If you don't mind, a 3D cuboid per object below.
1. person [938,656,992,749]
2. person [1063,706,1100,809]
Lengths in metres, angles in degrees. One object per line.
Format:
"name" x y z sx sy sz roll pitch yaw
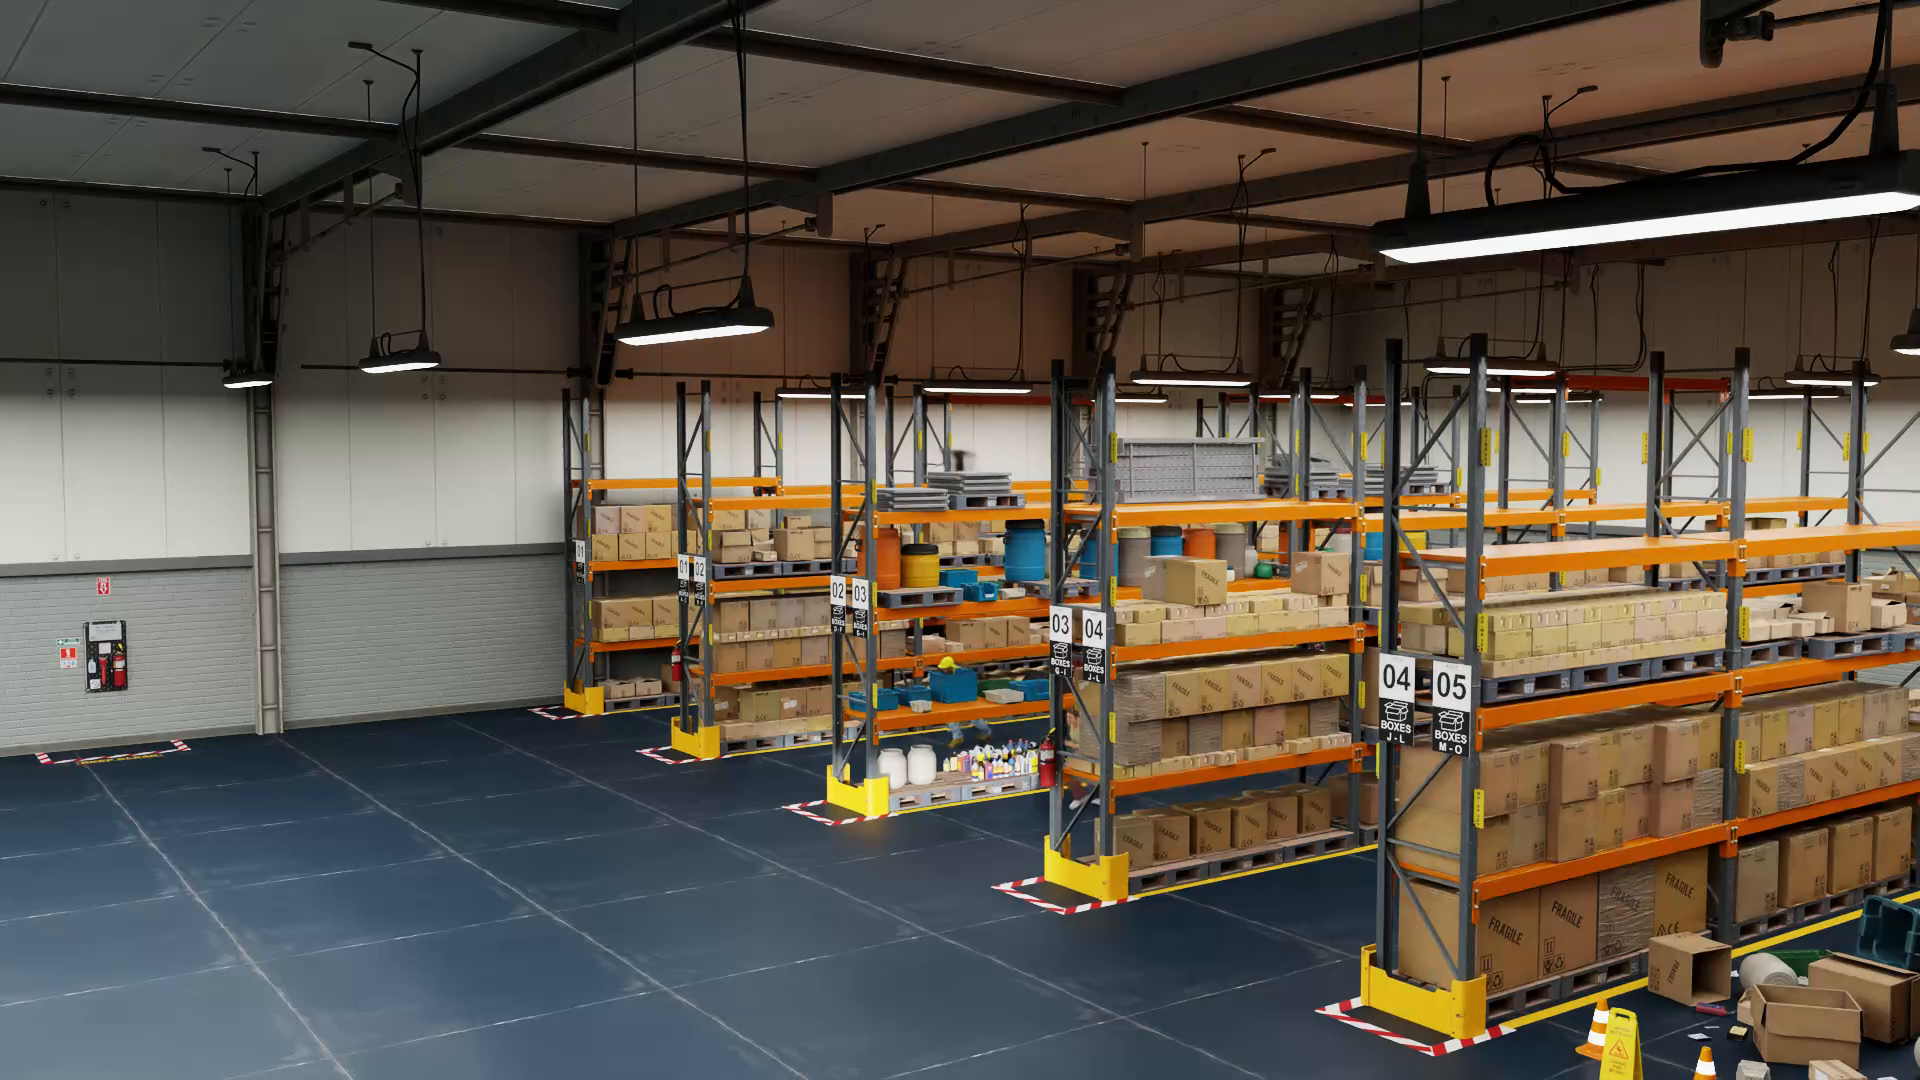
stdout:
"person" 0.098 2.650 27.389 1.159 1.546 0.697 -3 5 -36
"person" 1.738 2.952 22.697 1.047 1.456 0.538 -3 5 -43
